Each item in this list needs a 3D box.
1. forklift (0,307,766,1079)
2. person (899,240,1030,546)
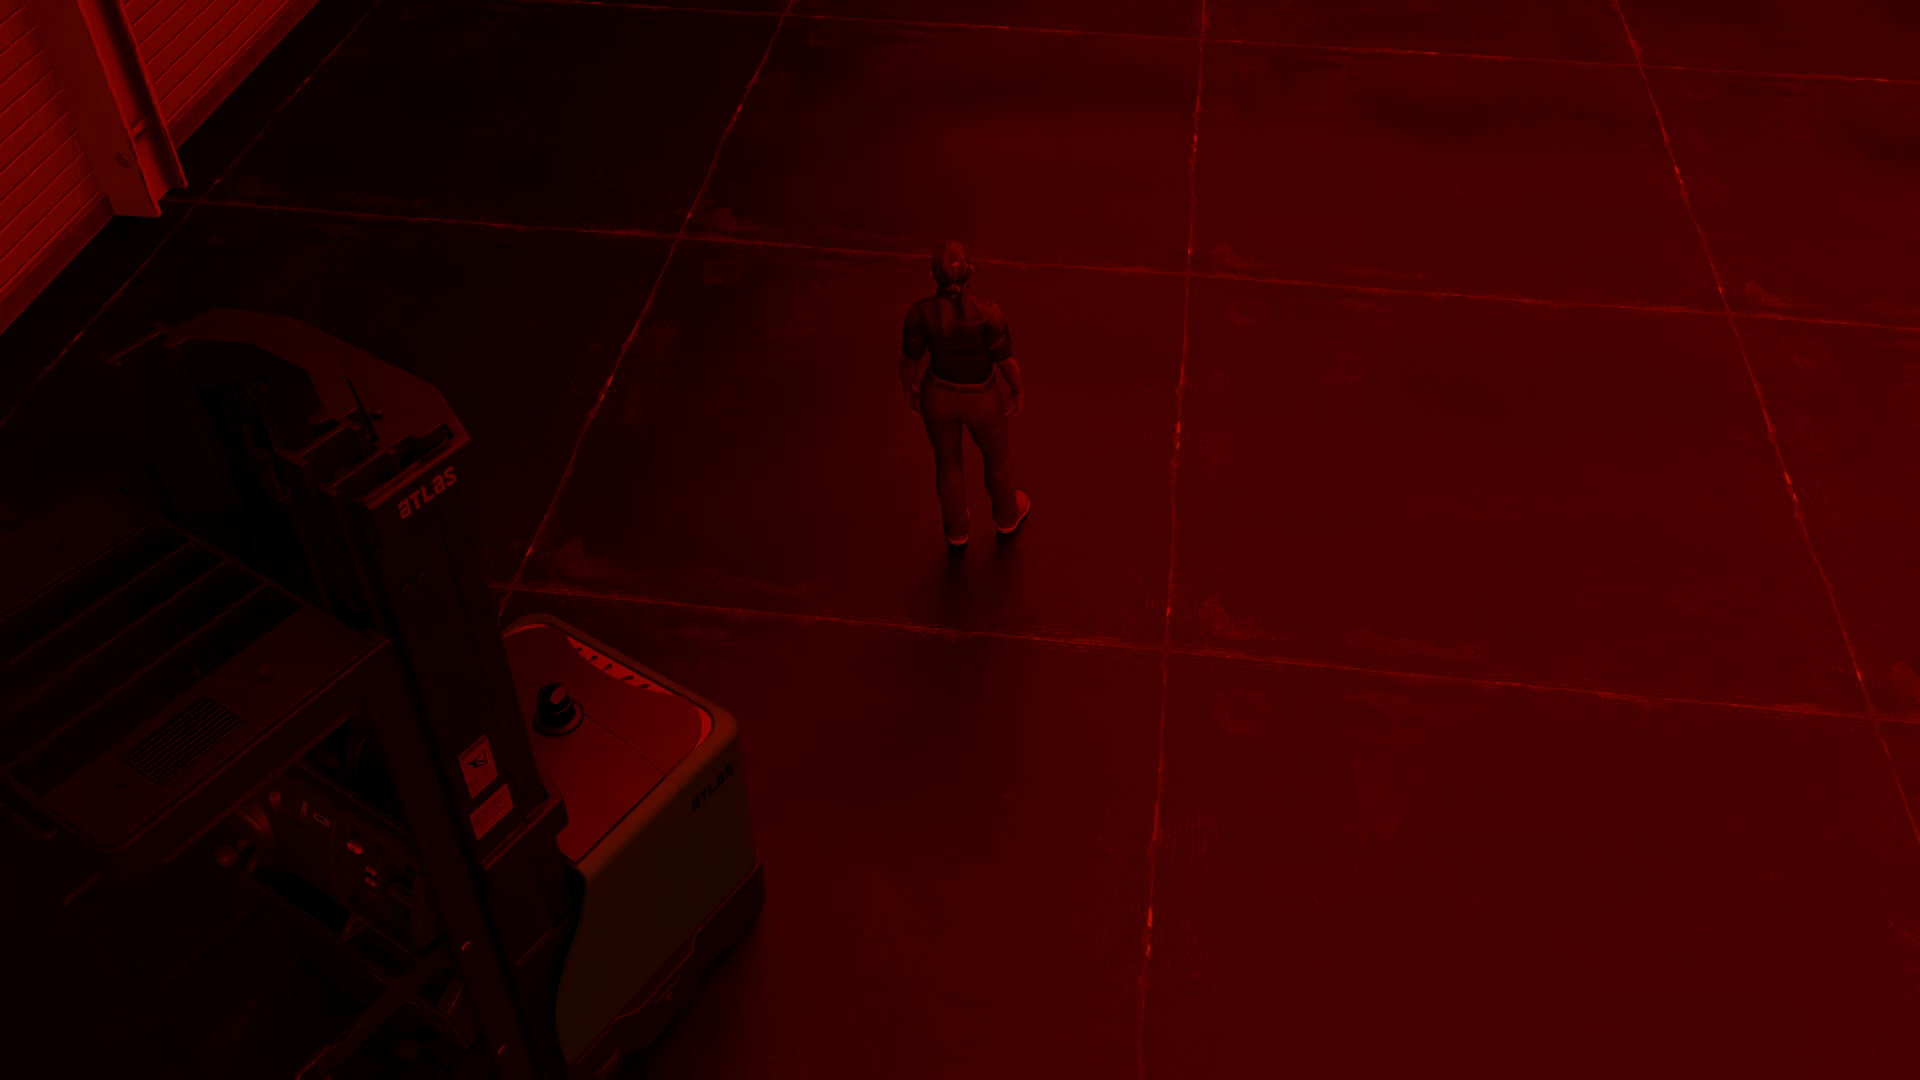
[{"bbox_3d":[-1.977,0.960,4.679,1.130,2.935,3.031,24,48,24],"label":"forklift"},{"bbox_3d":[0.031,-0.671,7.388,0.570,1.654,0.504,5,43,6],"label":"person"}]
